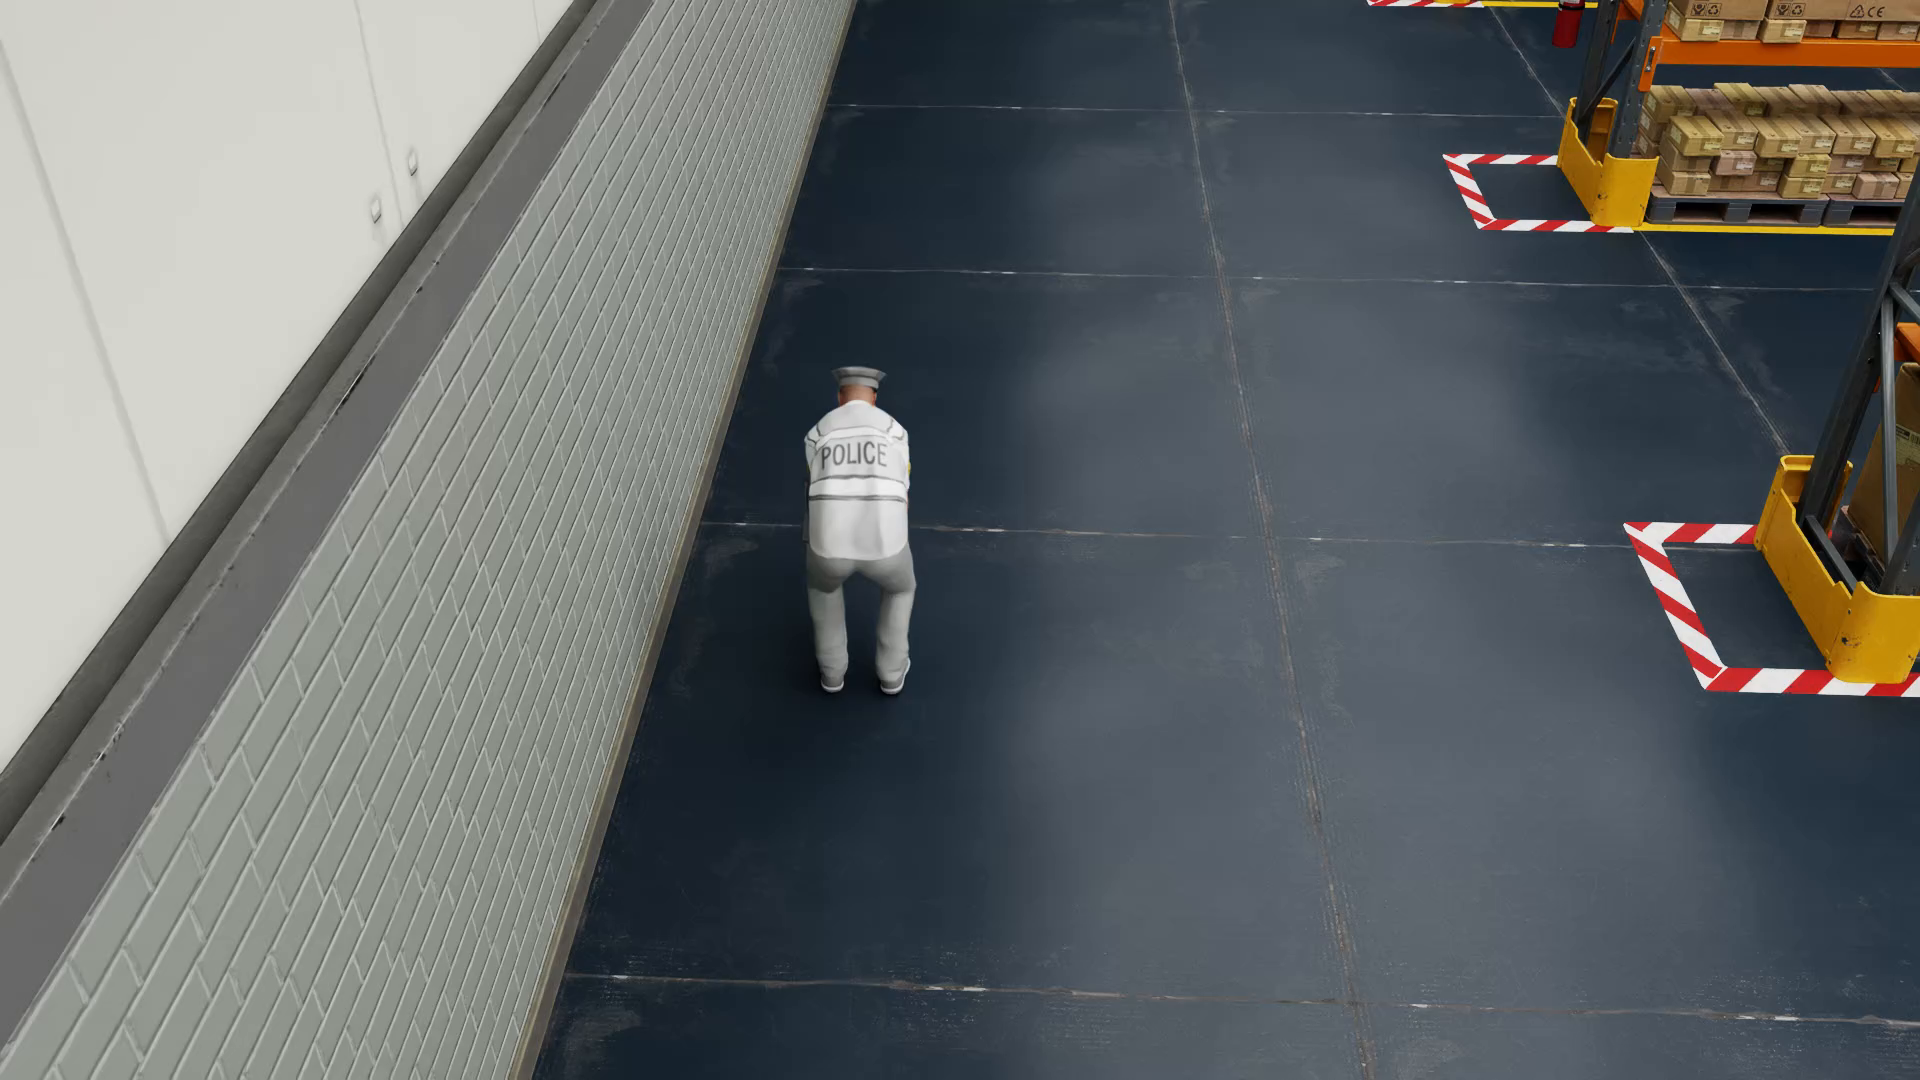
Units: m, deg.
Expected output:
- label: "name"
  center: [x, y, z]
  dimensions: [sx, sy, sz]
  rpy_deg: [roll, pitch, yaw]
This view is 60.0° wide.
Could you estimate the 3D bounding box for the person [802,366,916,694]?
- label: "person"
  center: [-0.445, -0.041, 7.528]
  dimensions: [0.495, 1.341, 0.987]
  rpy_deg: [0, 35, 0]
